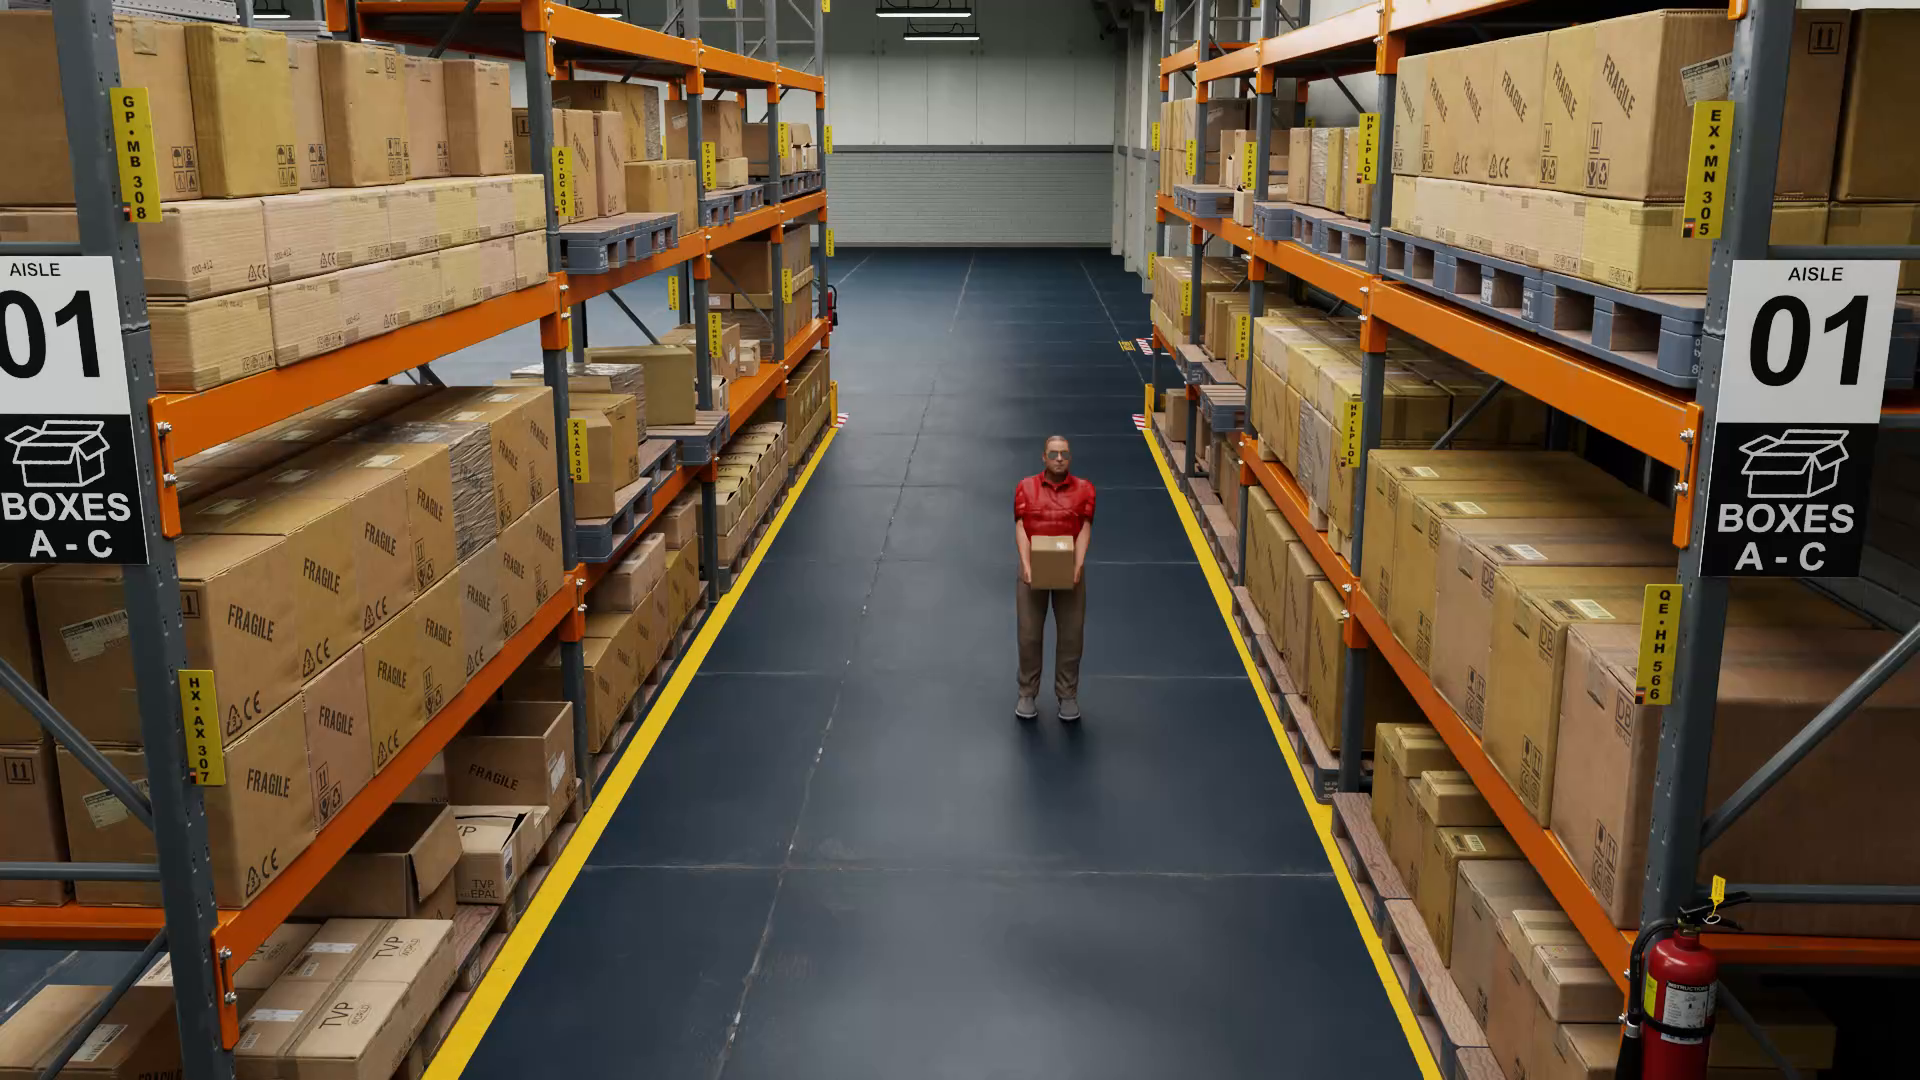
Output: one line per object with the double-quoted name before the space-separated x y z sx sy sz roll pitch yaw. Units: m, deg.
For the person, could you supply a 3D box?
"person" 0.571 0.244 10.063 0.493 1.712 0.531 0 14 2
